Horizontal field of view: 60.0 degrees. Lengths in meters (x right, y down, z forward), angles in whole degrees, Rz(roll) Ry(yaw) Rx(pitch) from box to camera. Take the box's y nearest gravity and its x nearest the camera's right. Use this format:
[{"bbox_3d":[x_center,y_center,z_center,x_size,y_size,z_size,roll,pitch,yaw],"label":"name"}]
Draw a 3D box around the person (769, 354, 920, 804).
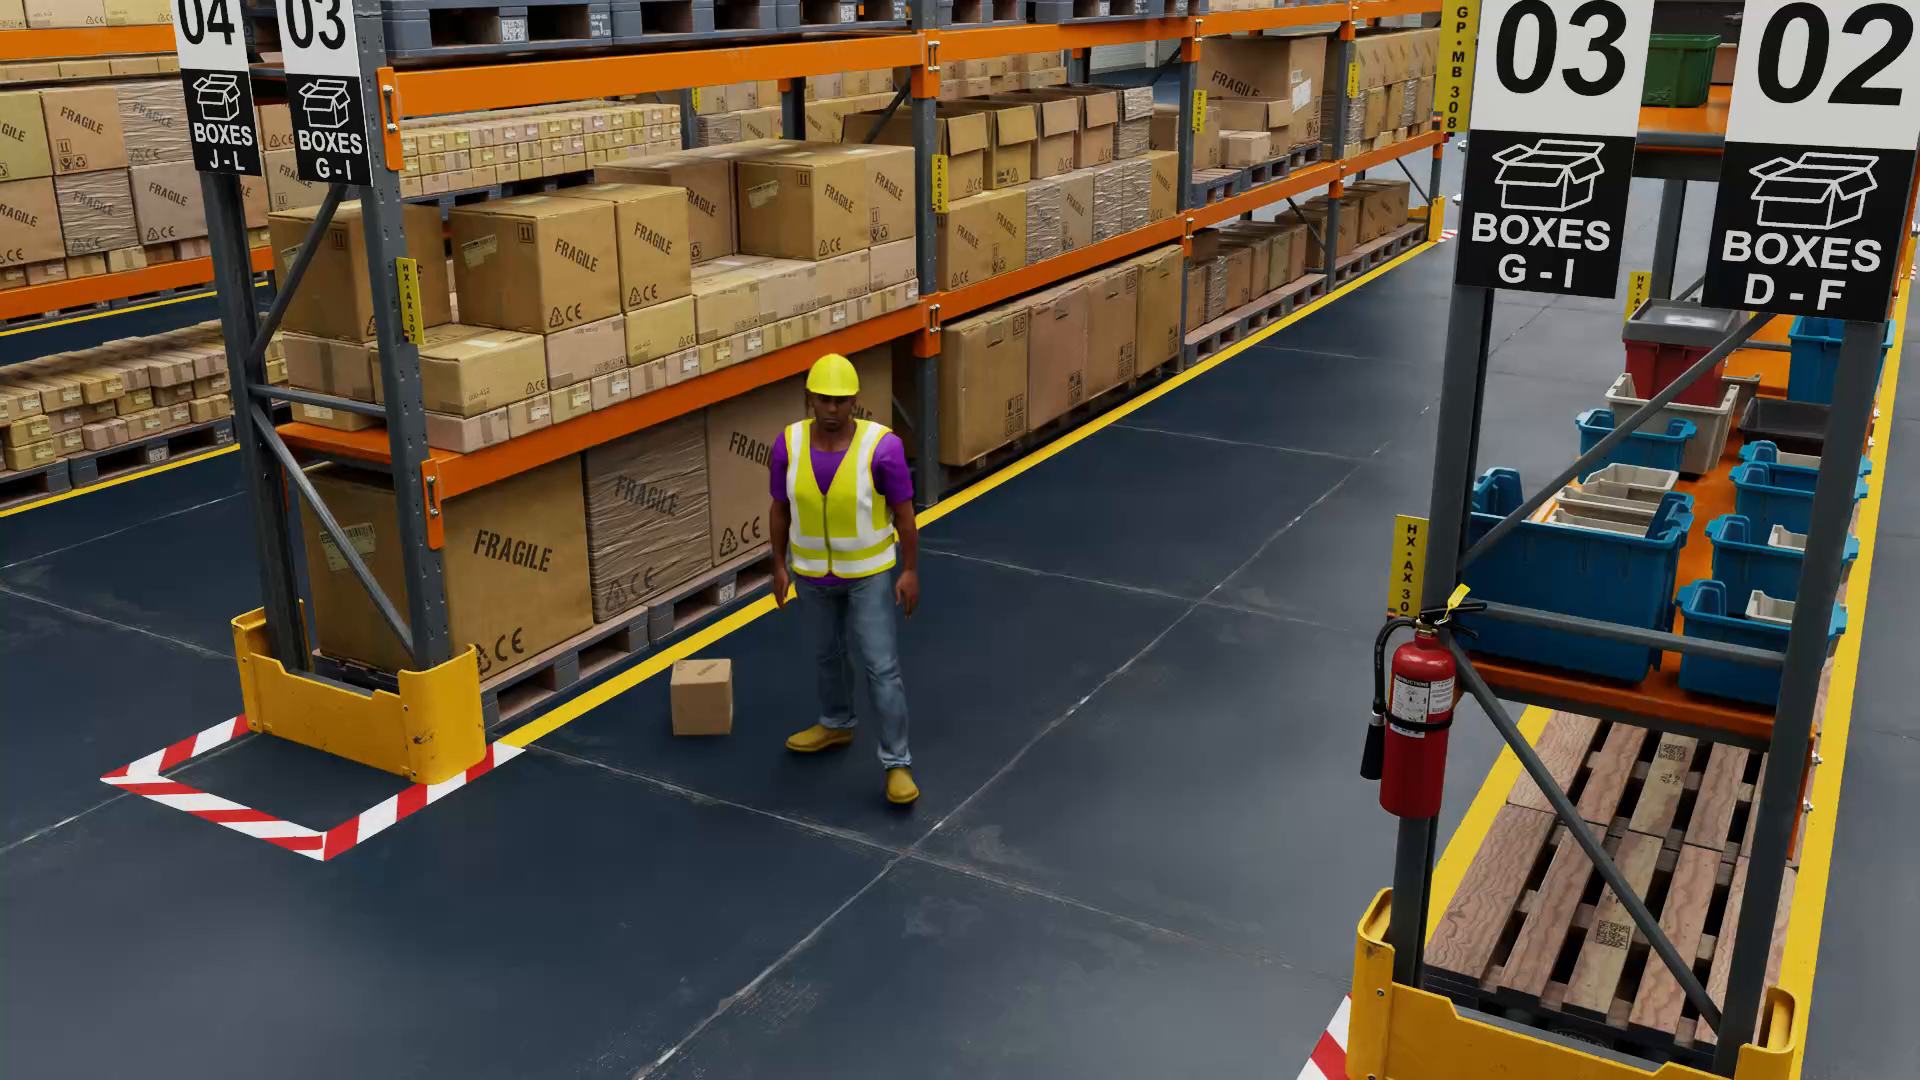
[{"bbox_3d":[-0.435,0.132,6.593,0.700,1.749,0.646,5,20,15],"label":"person"}]
